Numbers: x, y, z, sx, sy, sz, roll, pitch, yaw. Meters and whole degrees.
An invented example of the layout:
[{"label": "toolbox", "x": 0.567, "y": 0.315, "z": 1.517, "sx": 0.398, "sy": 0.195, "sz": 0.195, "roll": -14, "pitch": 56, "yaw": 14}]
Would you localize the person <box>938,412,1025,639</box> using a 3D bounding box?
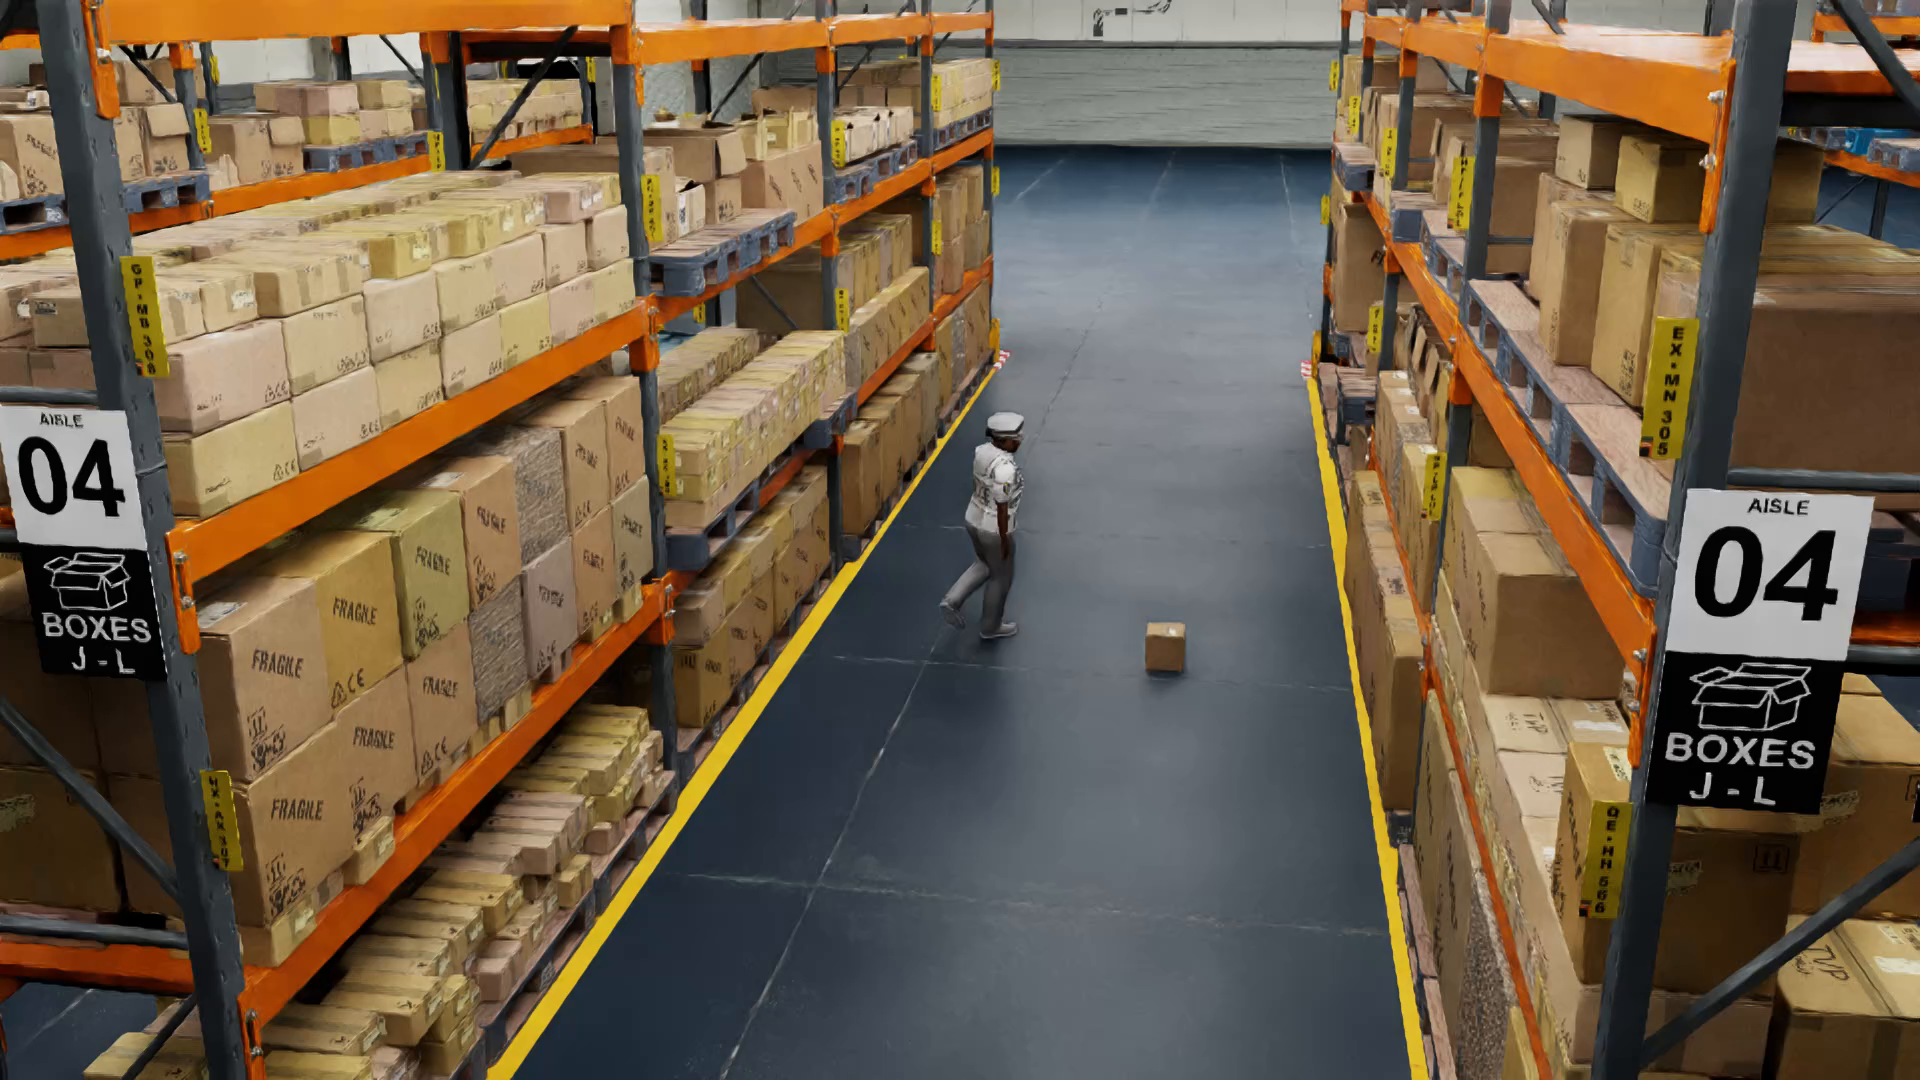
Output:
[{"label": "person", "x": 0.187, "y": -0.065, "z": 11.279, "sx": 0.591, "sy": 1.636, "sz": 0.521, "roll": -9, "pitch": 20, "yaw": -26}]
